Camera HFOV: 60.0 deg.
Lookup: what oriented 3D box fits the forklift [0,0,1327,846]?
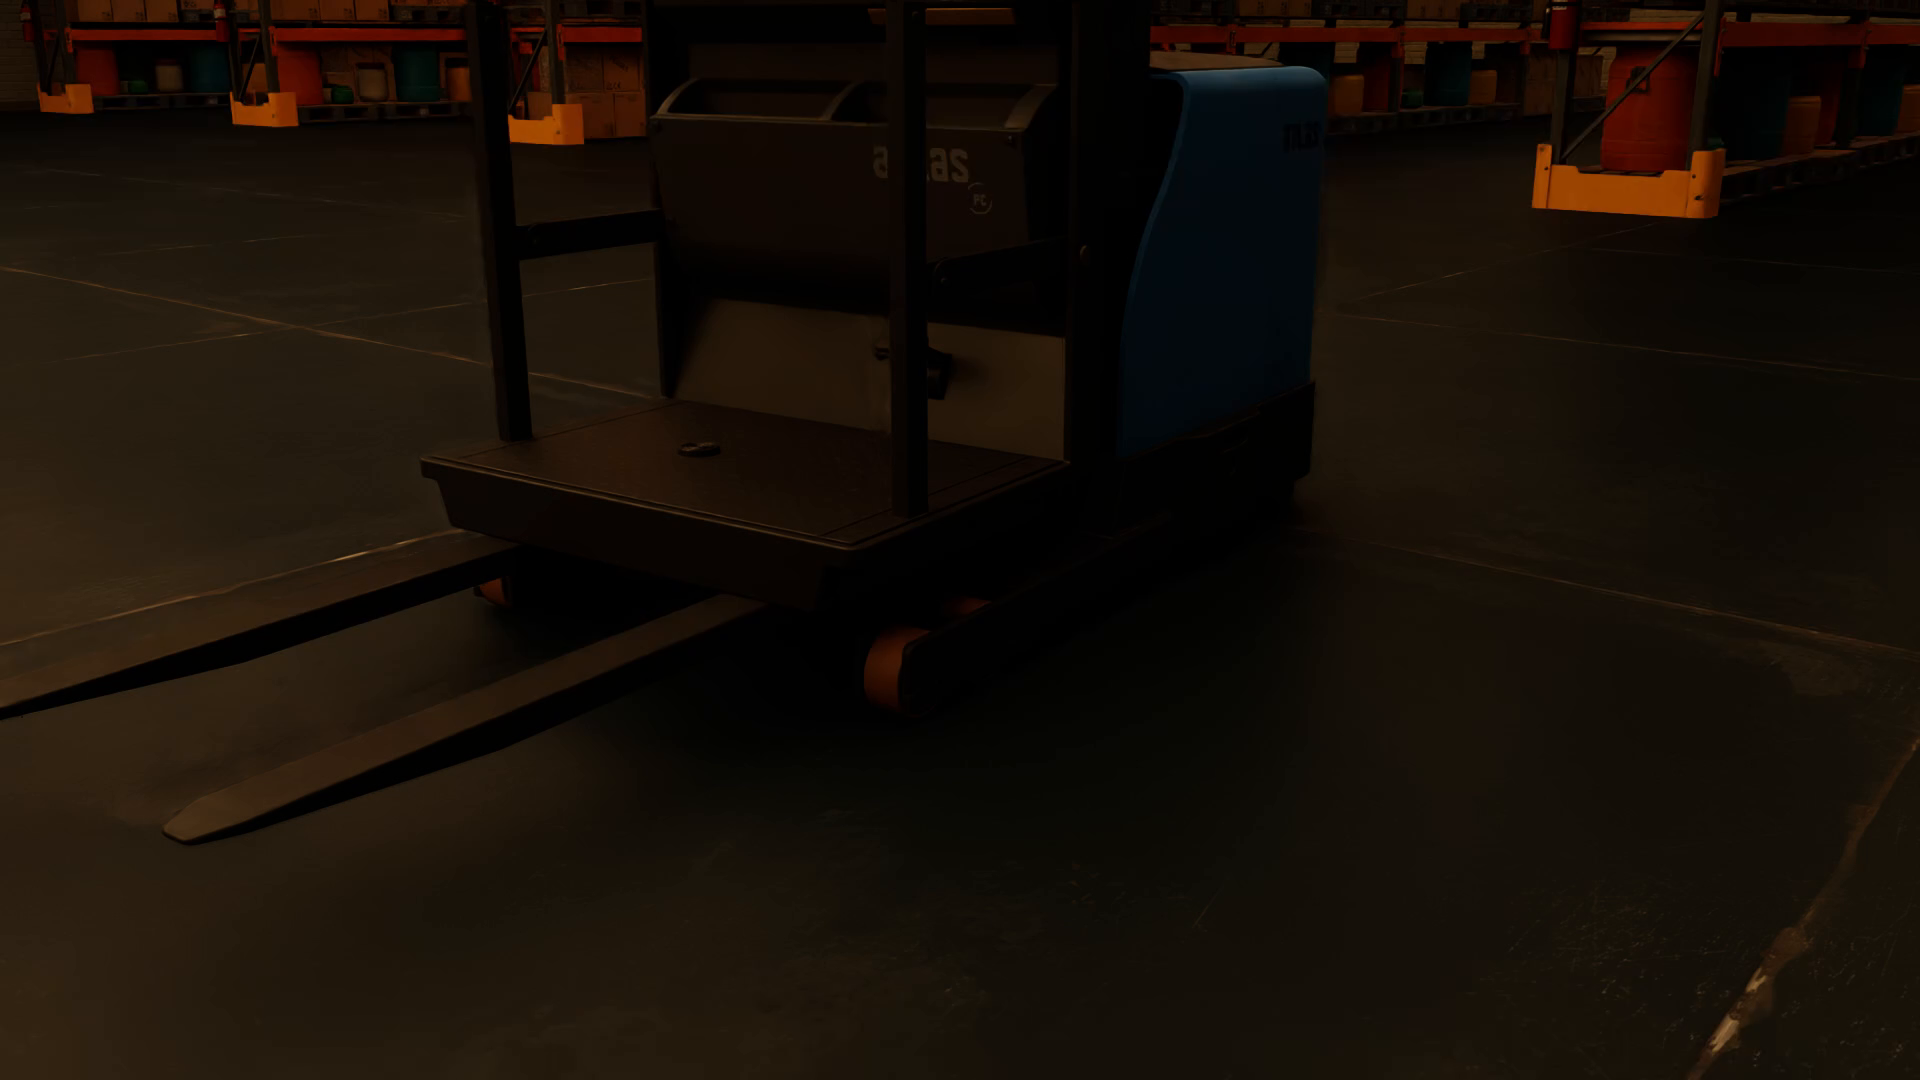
[{"bbox_3d":[-0.346,-1.246,3.001,1.130,2.935,3.031,11,20,33],"label":"forklift"}]
